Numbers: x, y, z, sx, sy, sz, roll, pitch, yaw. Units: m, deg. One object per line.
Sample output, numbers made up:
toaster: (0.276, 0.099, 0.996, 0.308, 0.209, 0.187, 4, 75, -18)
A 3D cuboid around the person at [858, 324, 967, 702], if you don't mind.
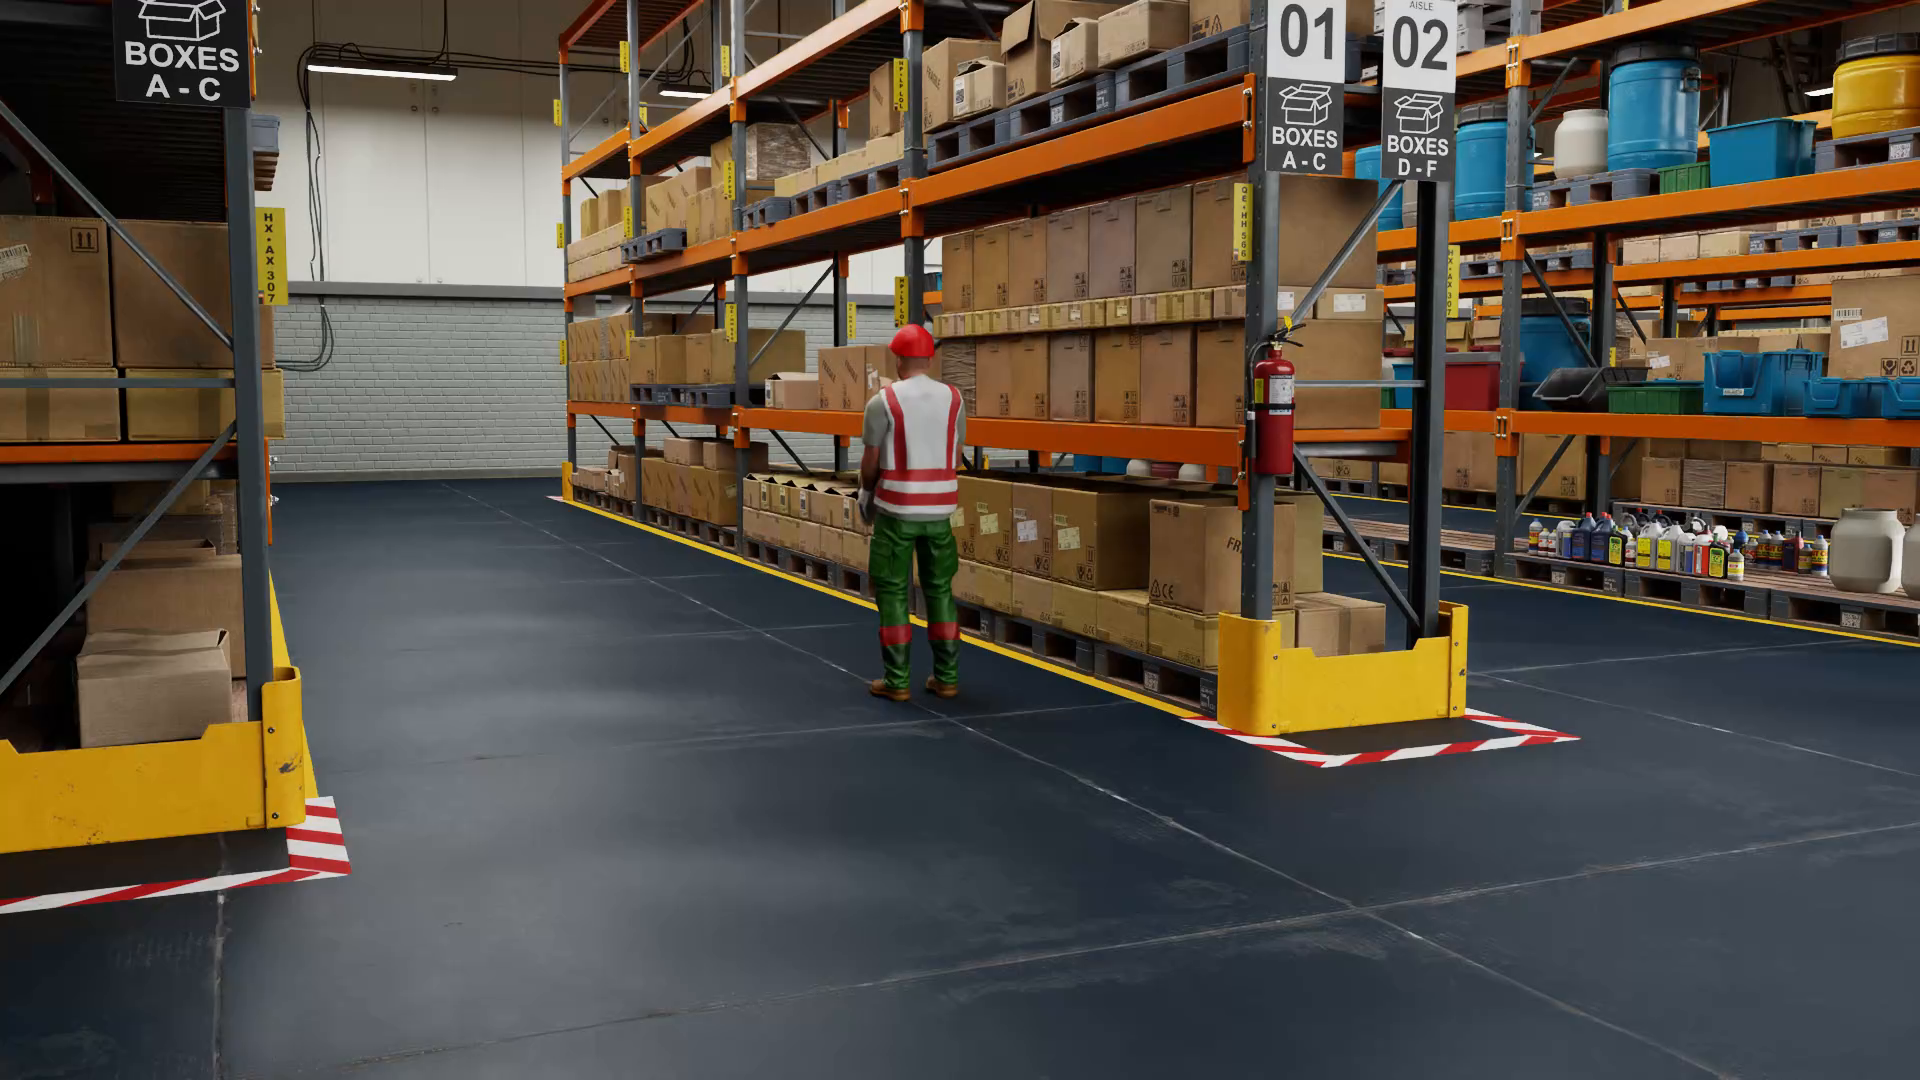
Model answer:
person: (-0.251, -0.139, 8.039, 0.528, 1.794, 0.508, -2, 6, -24)
